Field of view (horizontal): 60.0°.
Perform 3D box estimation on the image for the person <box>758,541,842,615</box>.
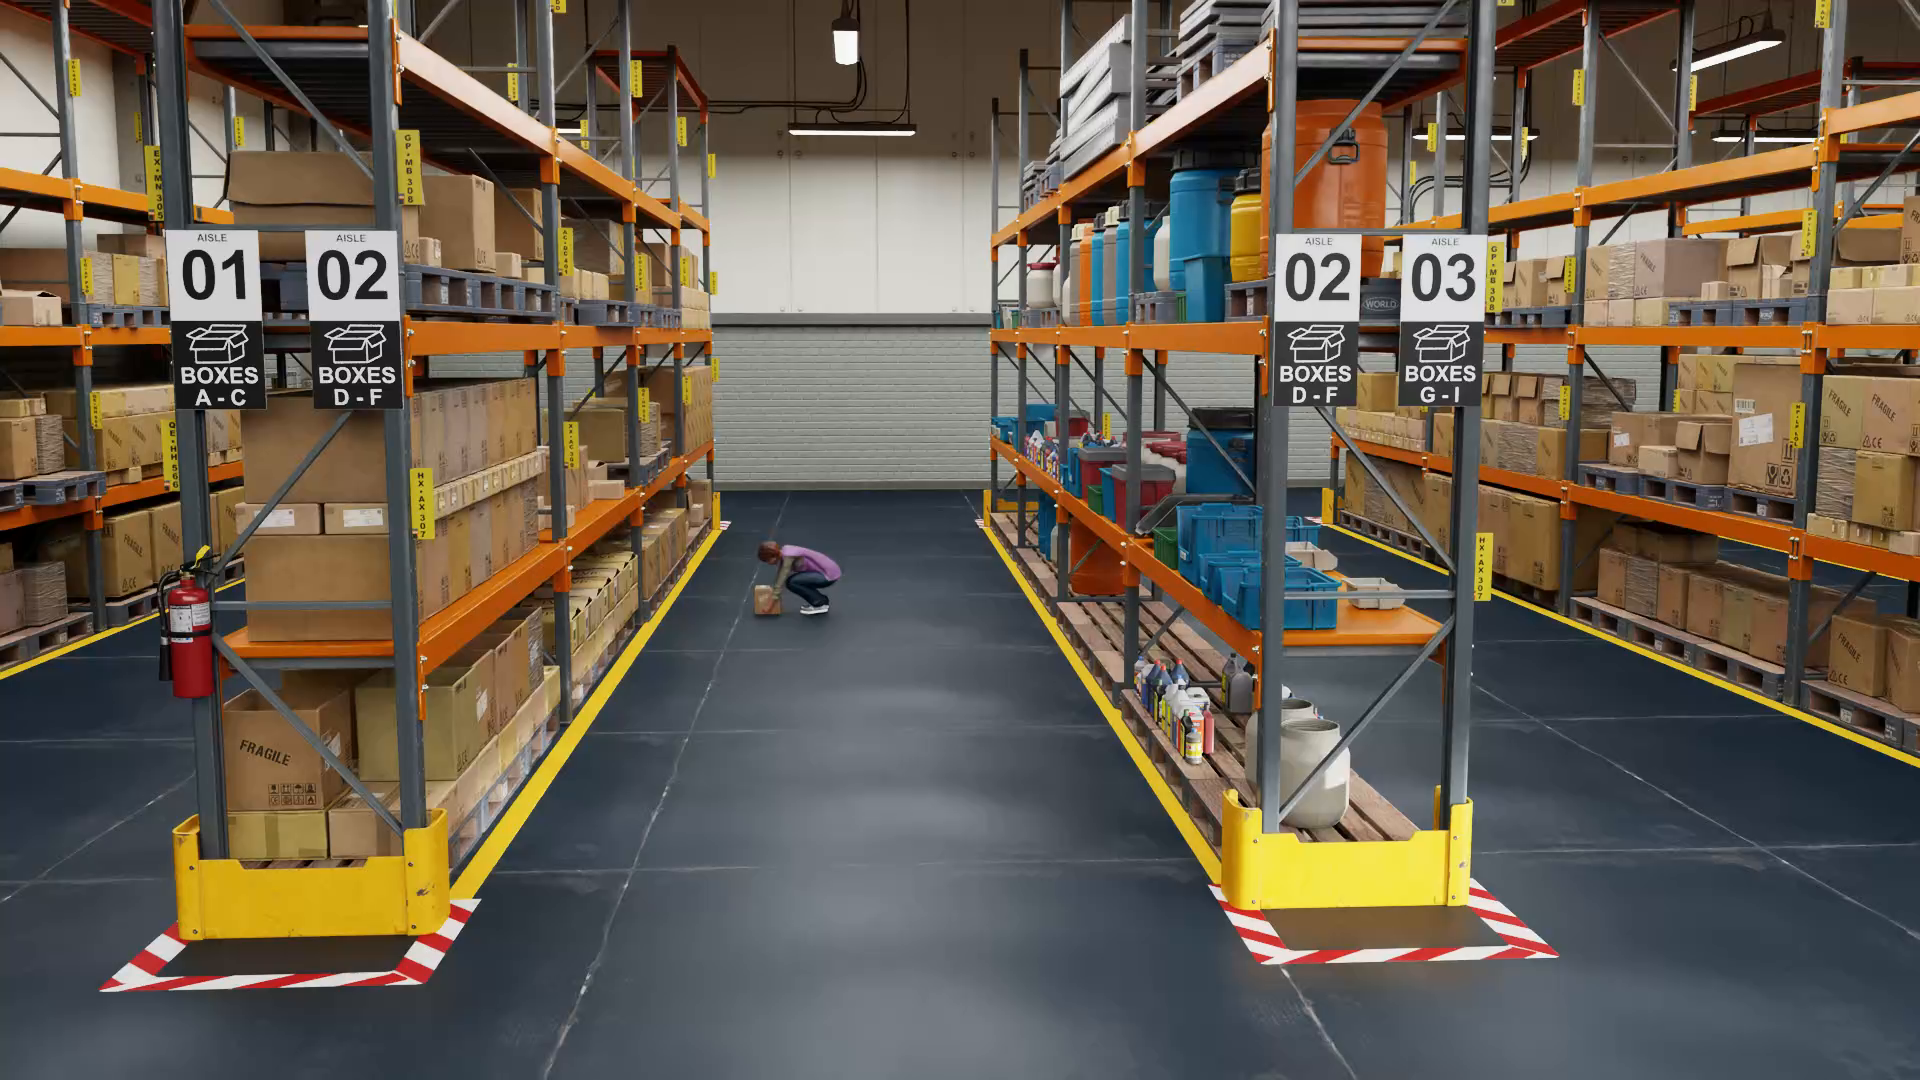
[{"bbox_3d":[-1.582,0.382,16.468,0.821,0.768,0.435,0,7,-4],"label":"person"}]
